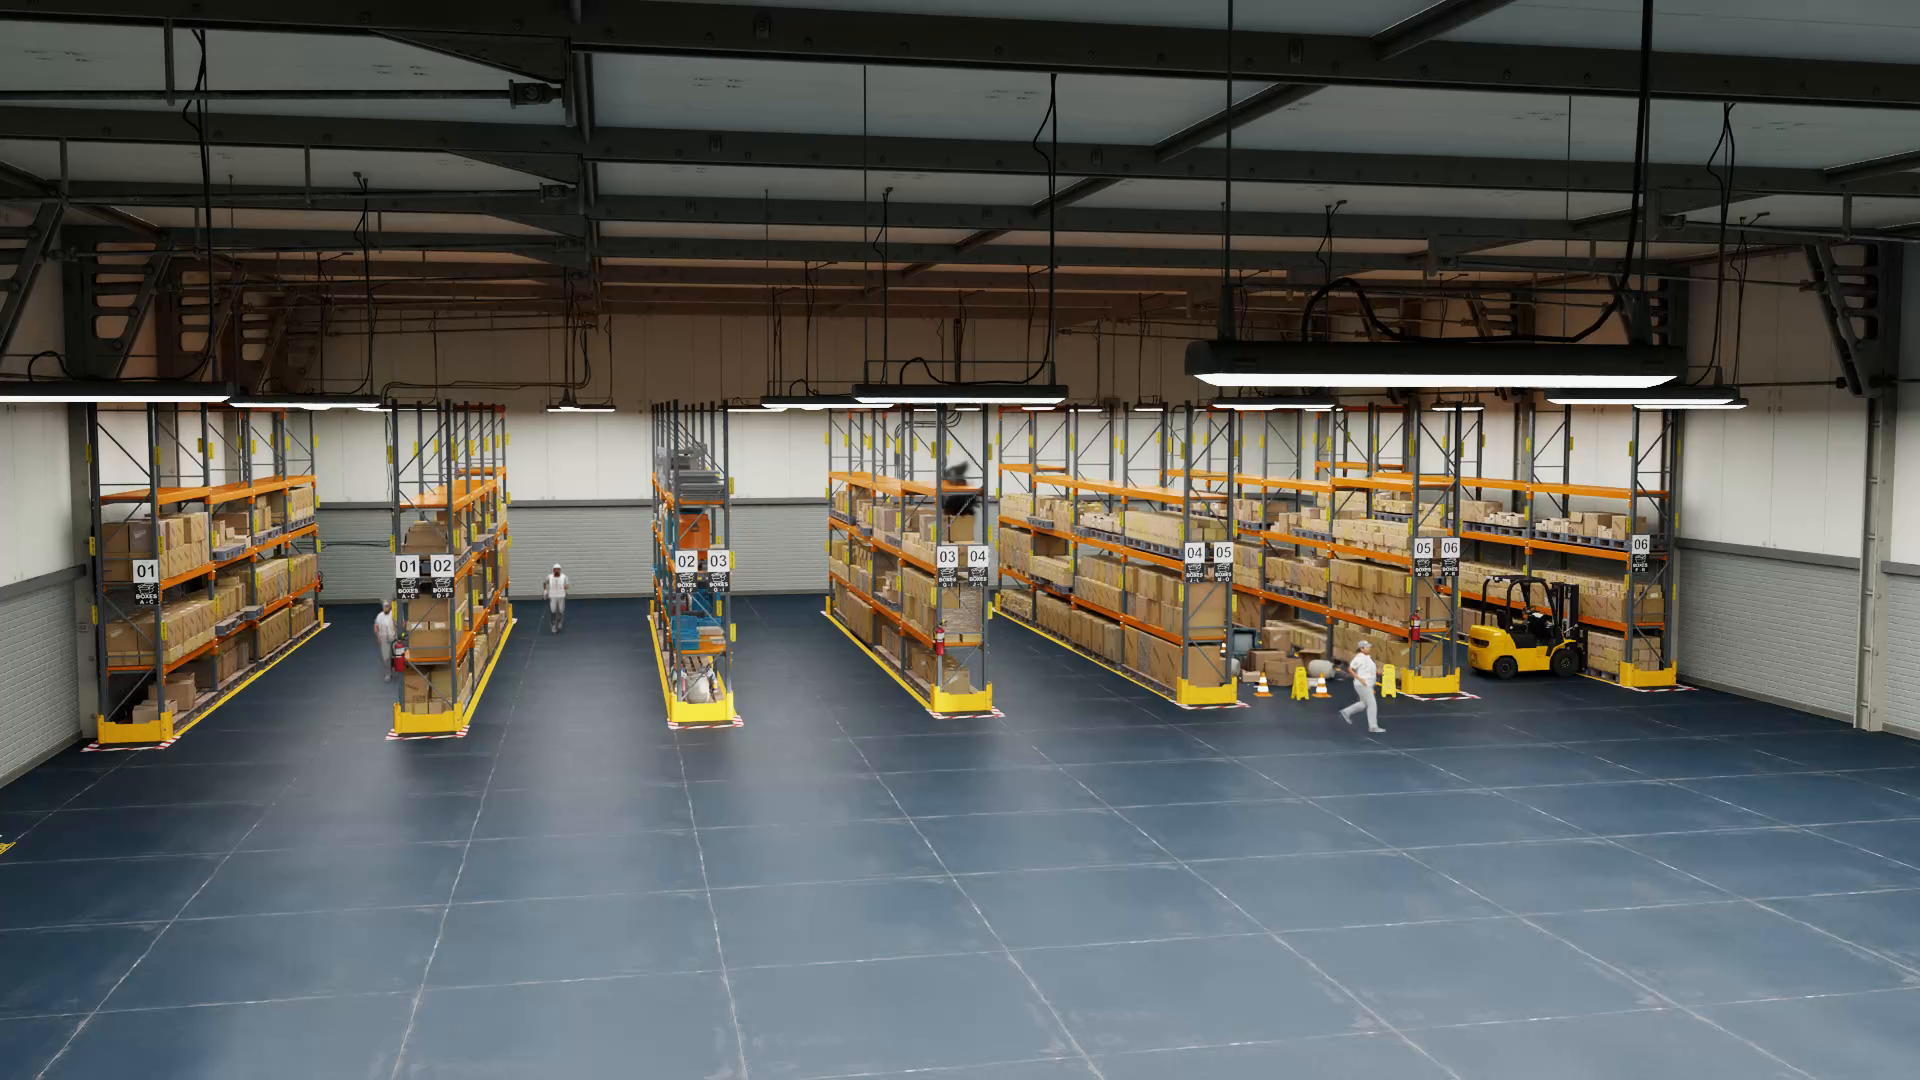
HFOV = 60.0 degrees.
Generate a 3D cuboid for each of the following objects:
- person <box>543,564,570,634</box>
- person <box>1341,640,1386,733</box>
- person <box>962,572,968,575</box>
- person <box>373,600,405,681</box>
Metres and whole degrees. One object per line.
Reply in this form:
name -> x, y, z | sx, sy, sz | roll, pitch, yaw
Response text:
person -> -10.594, 1.545, 43.703 | 0.663, 1.830, 0.752 | -1, 5, -18
person -> 7.288, 2.630, 30.069 | 0.878, 1.639, 0.618 | 3, 5, 30
person -> 0.091, 1.319, 47.194 | 0.700, 1.726, 0.737 | 0, 4, 2
person -> -12.336, 2.152, 35.937 | 0.661, 1.755, 0.564 | -1, 4, -10
